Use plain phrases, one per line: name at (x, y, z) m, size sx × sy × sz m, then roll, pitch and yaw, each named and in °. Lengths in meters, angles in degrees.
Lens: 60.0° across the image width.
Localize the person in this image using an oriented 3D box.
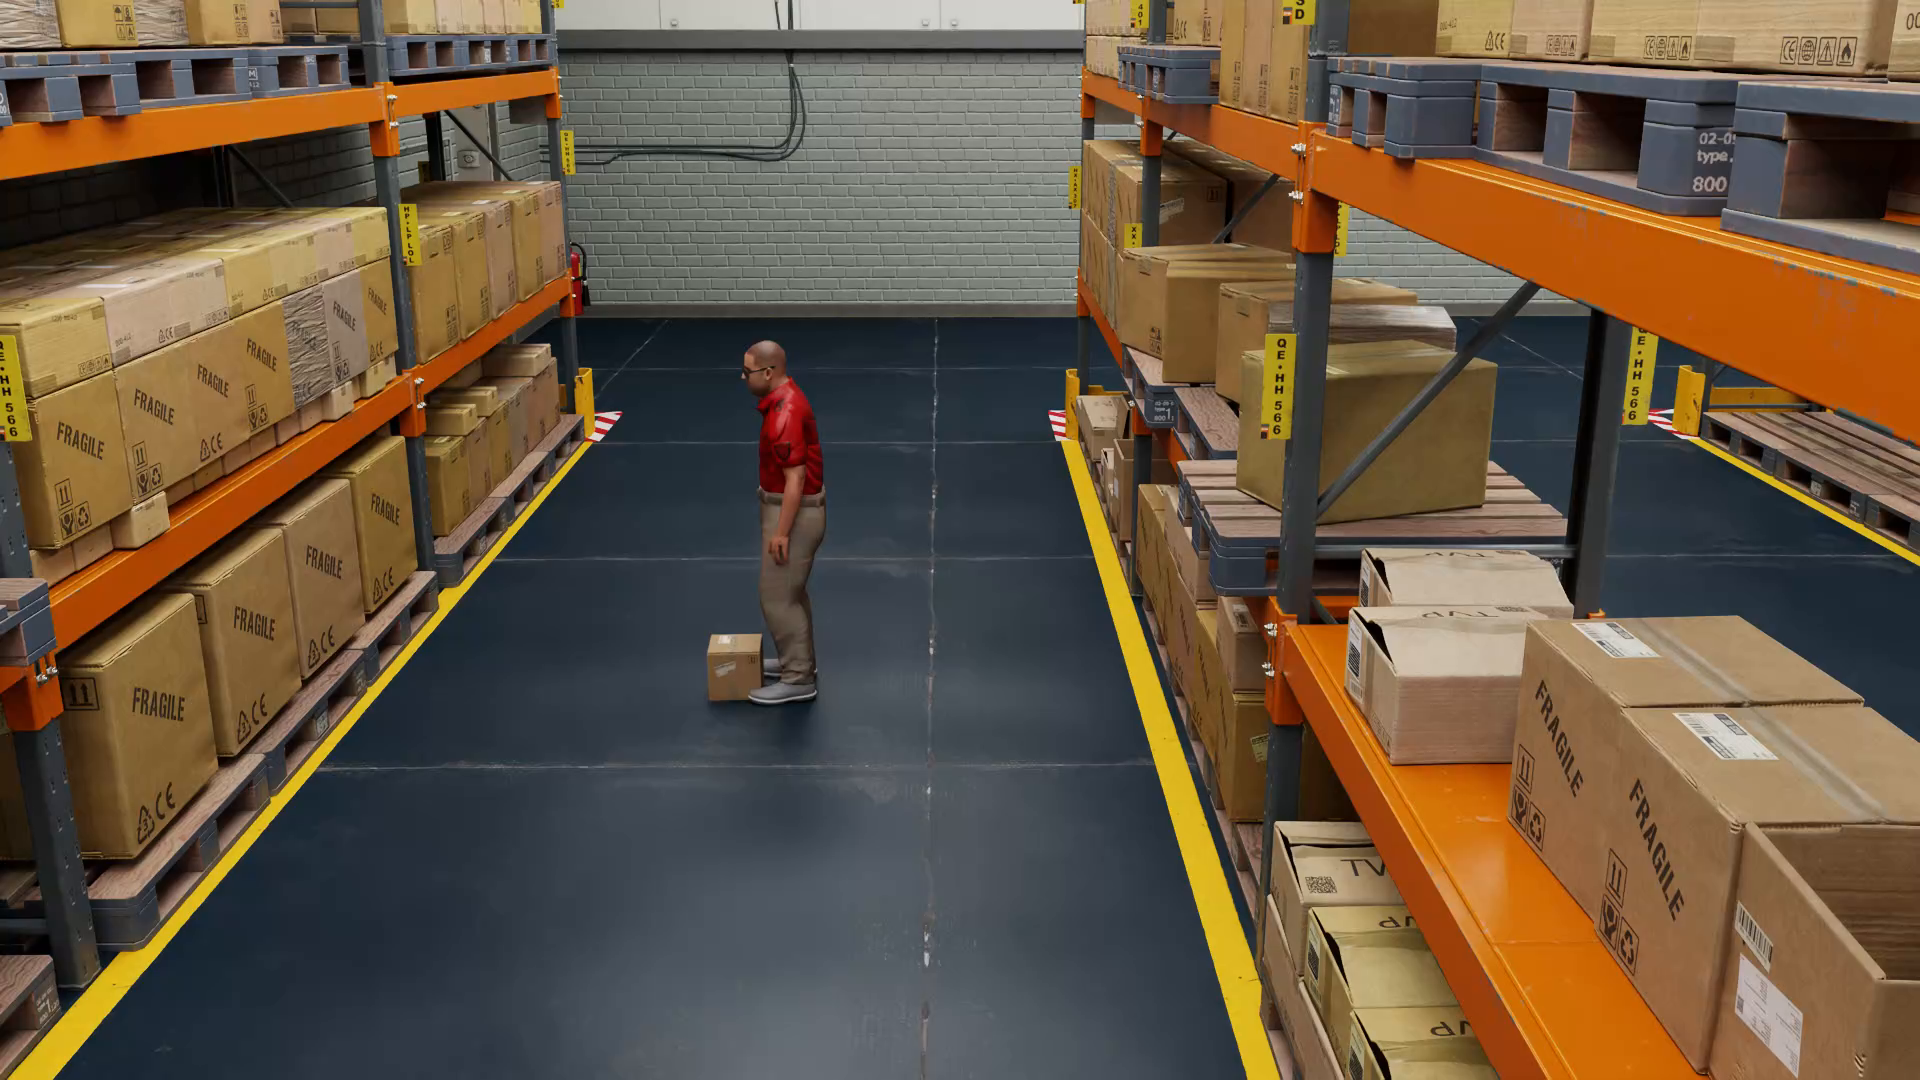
person at (-0.830, -0.093, 7.875) m, size 0.393 × 1.725 × 0.591 m, roll -1°, pitch 17°, yaw -3°
